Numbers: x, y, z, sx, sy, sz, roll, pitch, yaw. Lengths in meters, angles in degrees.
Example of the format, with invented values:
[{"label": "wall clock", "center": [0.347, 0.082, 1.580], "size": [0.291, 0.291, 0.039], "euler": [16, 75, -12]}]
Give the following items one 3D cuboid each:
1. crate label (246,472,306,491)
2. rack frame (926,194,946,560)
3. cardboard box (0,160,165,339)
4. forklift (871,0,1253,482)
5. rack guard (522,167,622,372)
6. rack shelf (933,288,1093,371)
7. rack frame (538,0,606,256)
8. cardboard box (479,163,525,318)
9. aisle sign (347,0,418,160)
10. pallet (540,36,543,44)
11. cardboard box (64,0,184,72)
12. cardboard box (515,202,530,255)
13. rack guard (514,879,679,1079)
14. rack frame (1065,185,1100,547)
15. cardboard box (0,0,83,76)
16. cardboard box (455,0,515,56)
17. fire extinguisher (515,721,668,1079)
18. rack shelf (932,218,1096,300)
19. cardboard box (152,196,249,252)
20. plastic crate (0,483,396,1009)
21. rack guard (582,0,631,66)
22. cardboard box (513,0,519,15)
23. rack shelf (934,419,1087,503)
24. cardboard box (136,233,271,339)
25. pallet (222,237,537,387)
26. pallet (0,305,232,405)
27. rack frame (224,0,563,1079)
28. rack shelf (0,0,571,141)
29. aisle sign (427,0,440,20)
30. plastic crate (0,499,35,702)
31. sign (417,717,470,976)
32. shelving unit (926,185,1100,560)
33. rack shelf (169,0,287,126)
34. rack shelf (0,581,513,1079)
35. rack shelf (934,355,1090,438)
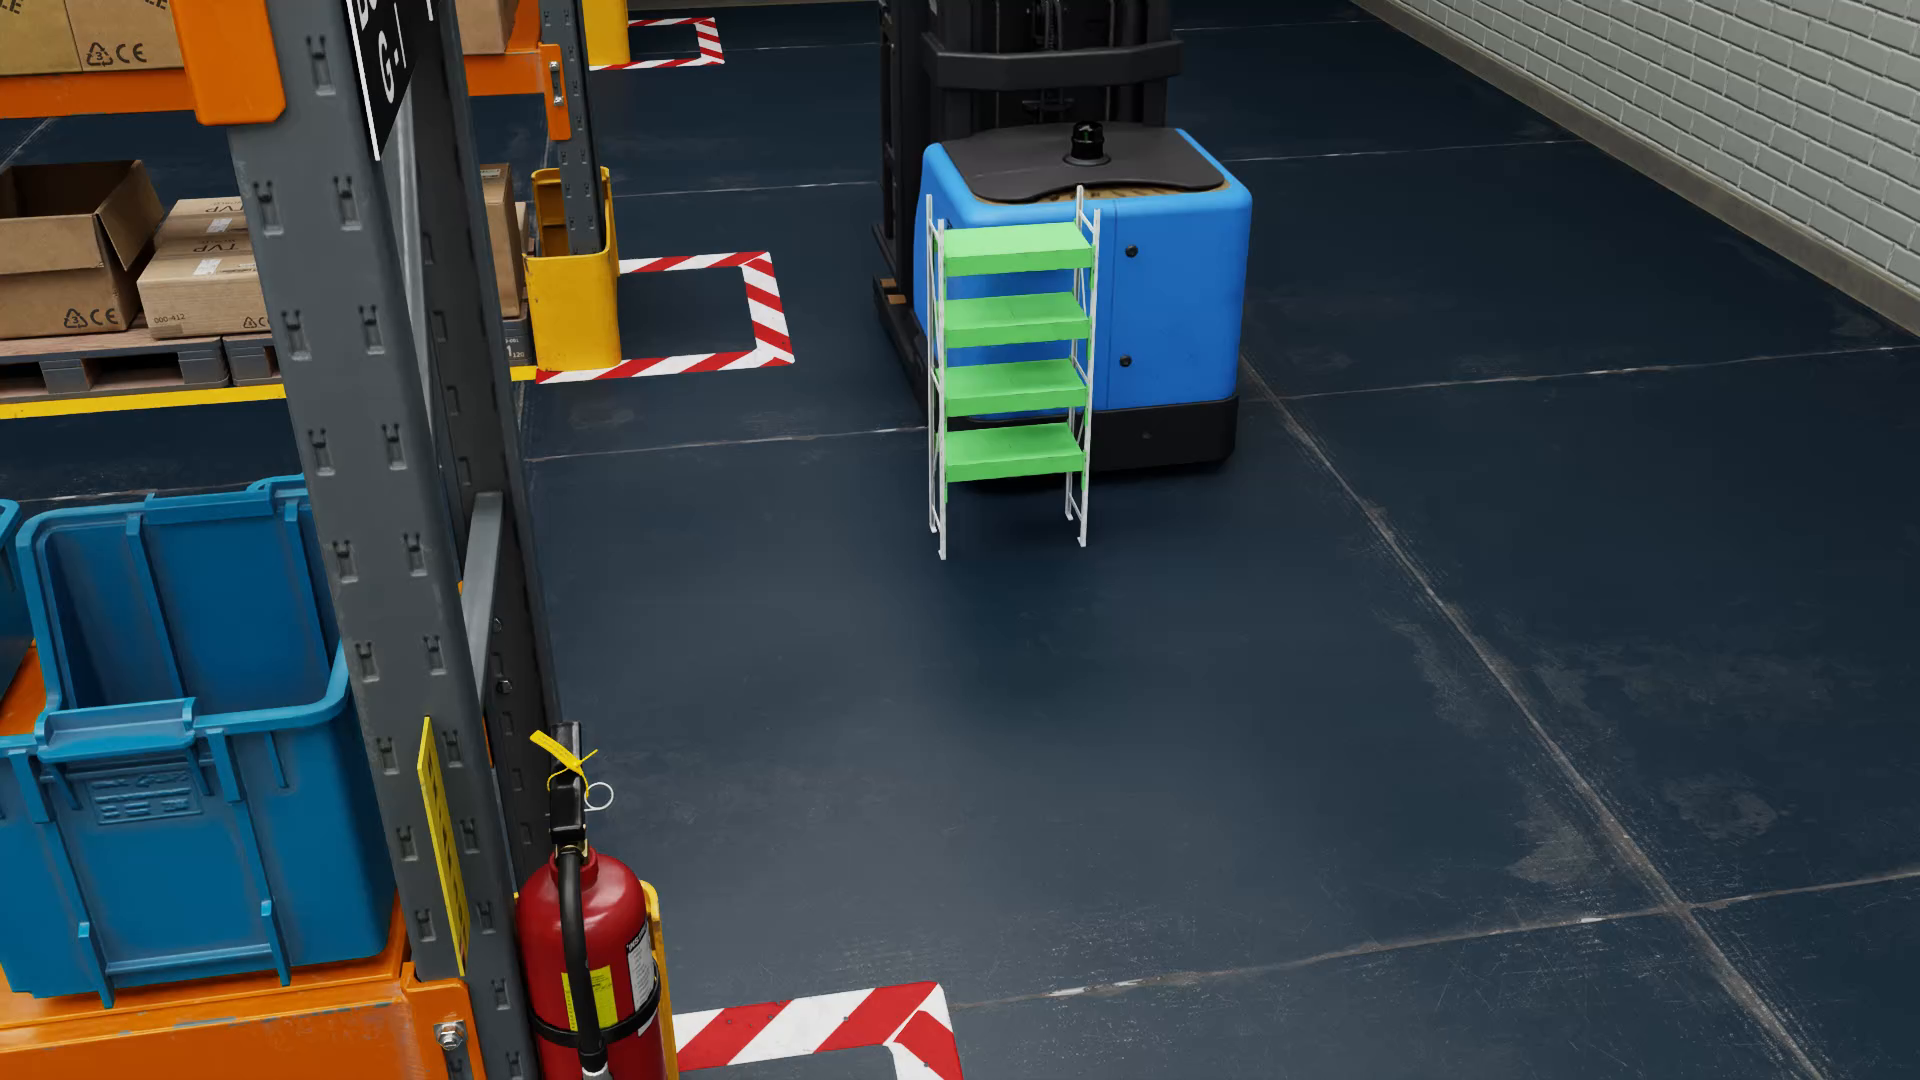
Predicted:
[{"label": "crate label", "center": [-1.035, 0.074, 2.771], "size": [0.303, 0.233, 0.416], "euler": [-5, 31, -9]}, {"label": "rack frame", "center": [-0.077, -0.510, 5.434], "size": [0.015, 1.200, 0.240], "euler": [-5, 31, -9]}, {"label": "cardboard box", "center": [-3.709, -1.223, 6.900], "size": [0.637, 0.503, 0.797], "euler": [-5, 31, -9]}, {"label": "forklift", "center": [0.225, -2.203, 6.605], "size": [1.130, 2.935, 3.031], "euler": [-6, 31, -10]}, {"label": "rack guard", "center": [-1.696, -1.216, 7.326], "size": [0.348, 0.500, 1.175], "euler": [-5, 31, -9]}, {"label": "rack shelf", "center": [0.163, -0.684, 5.382], "size": [0.480, 0.148, 0.258], "euler": [-5, 31, -9]}, {"label": "rack frame", "center": [-1.622, -2.301, 6.704], "size": [0.127, 3.000, 1.000], "euler": [-5, 31, -9]}, {"label": "cardboard box", "center": [-2.112, -1.241, 6.933], "size": [0.500, 0.500, 0.500], "euler": [-5, 31, -9]}, {"label": "aisle sign", "center": [-0.610, -0.812, 1.607], "size": [0.004, 0.787, 0.394], "euler": [-5, 31, -9]}, {"label": "pallet", "center": [-3.290, -3.456, 11.420], "size": [1.213, 0.211, 1.003], "euler": [-5, 31, -9]}, {"label": "cardboard box", "center": [-3.015, -2.075, 6.222], "size": [0.500, 0.500, 0.500], "euler": [-5, 31, -9]}, {"label": "cardboard box", "center": [-2.095, -1.395, 7.541], "size": [0.250, 0.149, 0.380], "euler": [-5, 31, -9]}, {"label": "rack guard", "center": [-0.712, 1.238, 3.151], "size": [0.348, 0.500, 1.175], "euler": [-5, 31, -9]}, {"label": "rack frame", "center": [0.403, -0.555, 5.509], "size": [0.015, 1.200, 0.240], "euler": [-5, 31, -9]}, {"label": "cardboard box", "center": [-3.510, -2.030, 6.144], "size": [0.500, 0.500, 0.500], "euler": [-6, 31, -10]}, {"label": "cardboard box", "center": [-2.013, -2.167, 6.378], "size": [0.500, 0.500, 0.500], "euler": [-4, 31, -7]}, {"label": "fire extinguisher", "center": [-0.503, 0.576, 2.255], "size": [0.183, 0.674, 0.296], "euler": [-5, 31, -9]}, {"label": "rack shelf", "center": [0.163, -0.891, 5.261], "size": [0.480, 0.148, 0.258], "euler": [-5, 31, -9]}, {"label": "cardboard box", "center": [-3.191, -1.306, 7.290], "size": [0.500, 0.250, 0.500], "euler": [-5, 31, -9]}, {"label": "plastic crate", "center": [-1.029, 0.252, 2.269], "size": [0.499, 0.435, 0.616], "euler": [-5, 31, -9]}, {"label": "rack guard", "center": [-2.494, -3.695, 11.541], "size": [0.348, 0.500, 1.175], "euler": [-5, 31, -9]}, {"label": "cardboard box", "center": [-2.106, -2.435, 6.833], "size": [0.500, 0.500, 0.500], "euler": [-5, 31, -8]}, {"label": "rack shelf", "center": [0.163, -0.270, 5.626], "size": [0.480, 0.148, 0.258], "euler": [-5, 31, -9]}, {"label": "cardboard box", "center": [-3.052, -1.061, 6.874], "size": [0.500, 0.250, 0.500], "euler": [-5, 31, -9]}, {"label": "pallet", "center": [-2.480, -1.019, 7.274], "size": [1.213, 0.211, 1.003], "euler": [-5, 31, -9]}, {"label": "pallet", "center": [-3.678, -0.909, 7.088], "size": [1.213, 0.211, 1.003], "euler": [-5, 31, -9]}, {"label": "rack frame", "center": [-0.733, 0.171, 2.500], "size": [0.053, 2.616, 0.949], "euler": [-5, 31, -9]}, {"label": "rack shelf", "center": [-3.589, -1.808, 6.576], "size": [4.000, 0.370, 1.077], "euler": [-5, 31, -9]}, {"label": "aisle sign", "center": [-0.716, -1.106, 2.107], "size": [0.004, 0.787, 0.394], "euler": [-5, 31, -9]}, {"label": "plastic crate", "center": [-1.683, 0.134, 2.669], "size": [0.300, 0.233, 0.416], "euler": [-5, 31, -9]}, {"label": "sign", "center": [-0.618, 0.372, 1.998], "size": [0.005, 0.325, 0.100], "euler": [-5, 31, -9]}, {"label": "shelving unit", "center": [0.163, -0.532, 5.472], "size": [0.503, 1.200, 0.258], "euler": [-5, 31, -9]}, {"label": "rack shelf", "center": [-2.700, -0.631, 1.615], "size": [4.000, 0.370, 1.077], "euler": [-5, 31, -9]}, {"label": "rack shelf", "center": [-2.700, 0.662, 2.375], "size": [4.000, 0.370, 1.077], "euler": [-5, 31, -9]}, {"label": "rack shelf", "center": [0.163, -0.477, 5.504], "size": [0.480, 0.148, 0.258], "euler": [-5, 31, -9]}]
